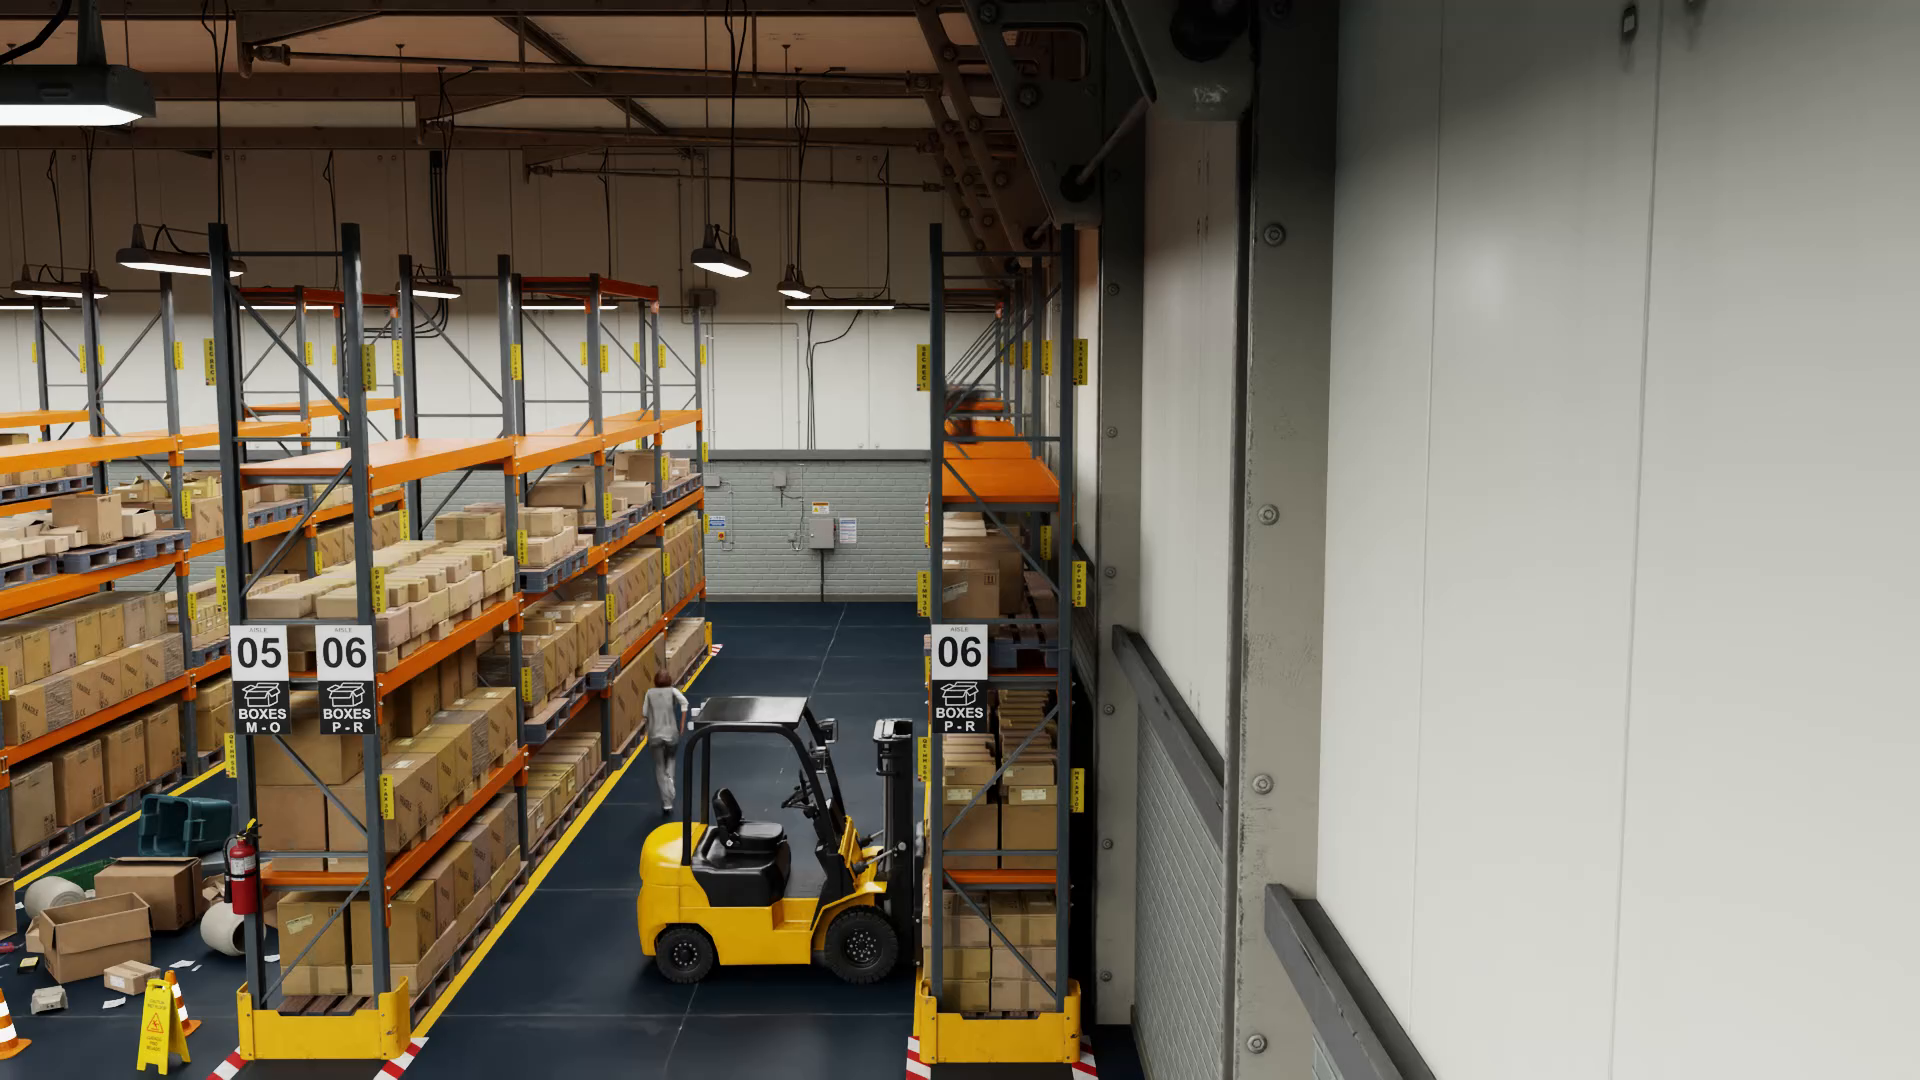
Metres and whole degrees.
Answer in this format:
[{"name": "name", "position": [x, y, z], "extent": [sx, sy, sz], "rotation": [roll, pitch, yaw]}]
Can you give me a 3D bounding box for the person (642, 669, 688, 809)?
[{"name": "person", "position": [-3.307, 2.224, 18.668], "extent": [0.509, 1.526, 0.781], "rotation": [-1, 7, -12]}]
